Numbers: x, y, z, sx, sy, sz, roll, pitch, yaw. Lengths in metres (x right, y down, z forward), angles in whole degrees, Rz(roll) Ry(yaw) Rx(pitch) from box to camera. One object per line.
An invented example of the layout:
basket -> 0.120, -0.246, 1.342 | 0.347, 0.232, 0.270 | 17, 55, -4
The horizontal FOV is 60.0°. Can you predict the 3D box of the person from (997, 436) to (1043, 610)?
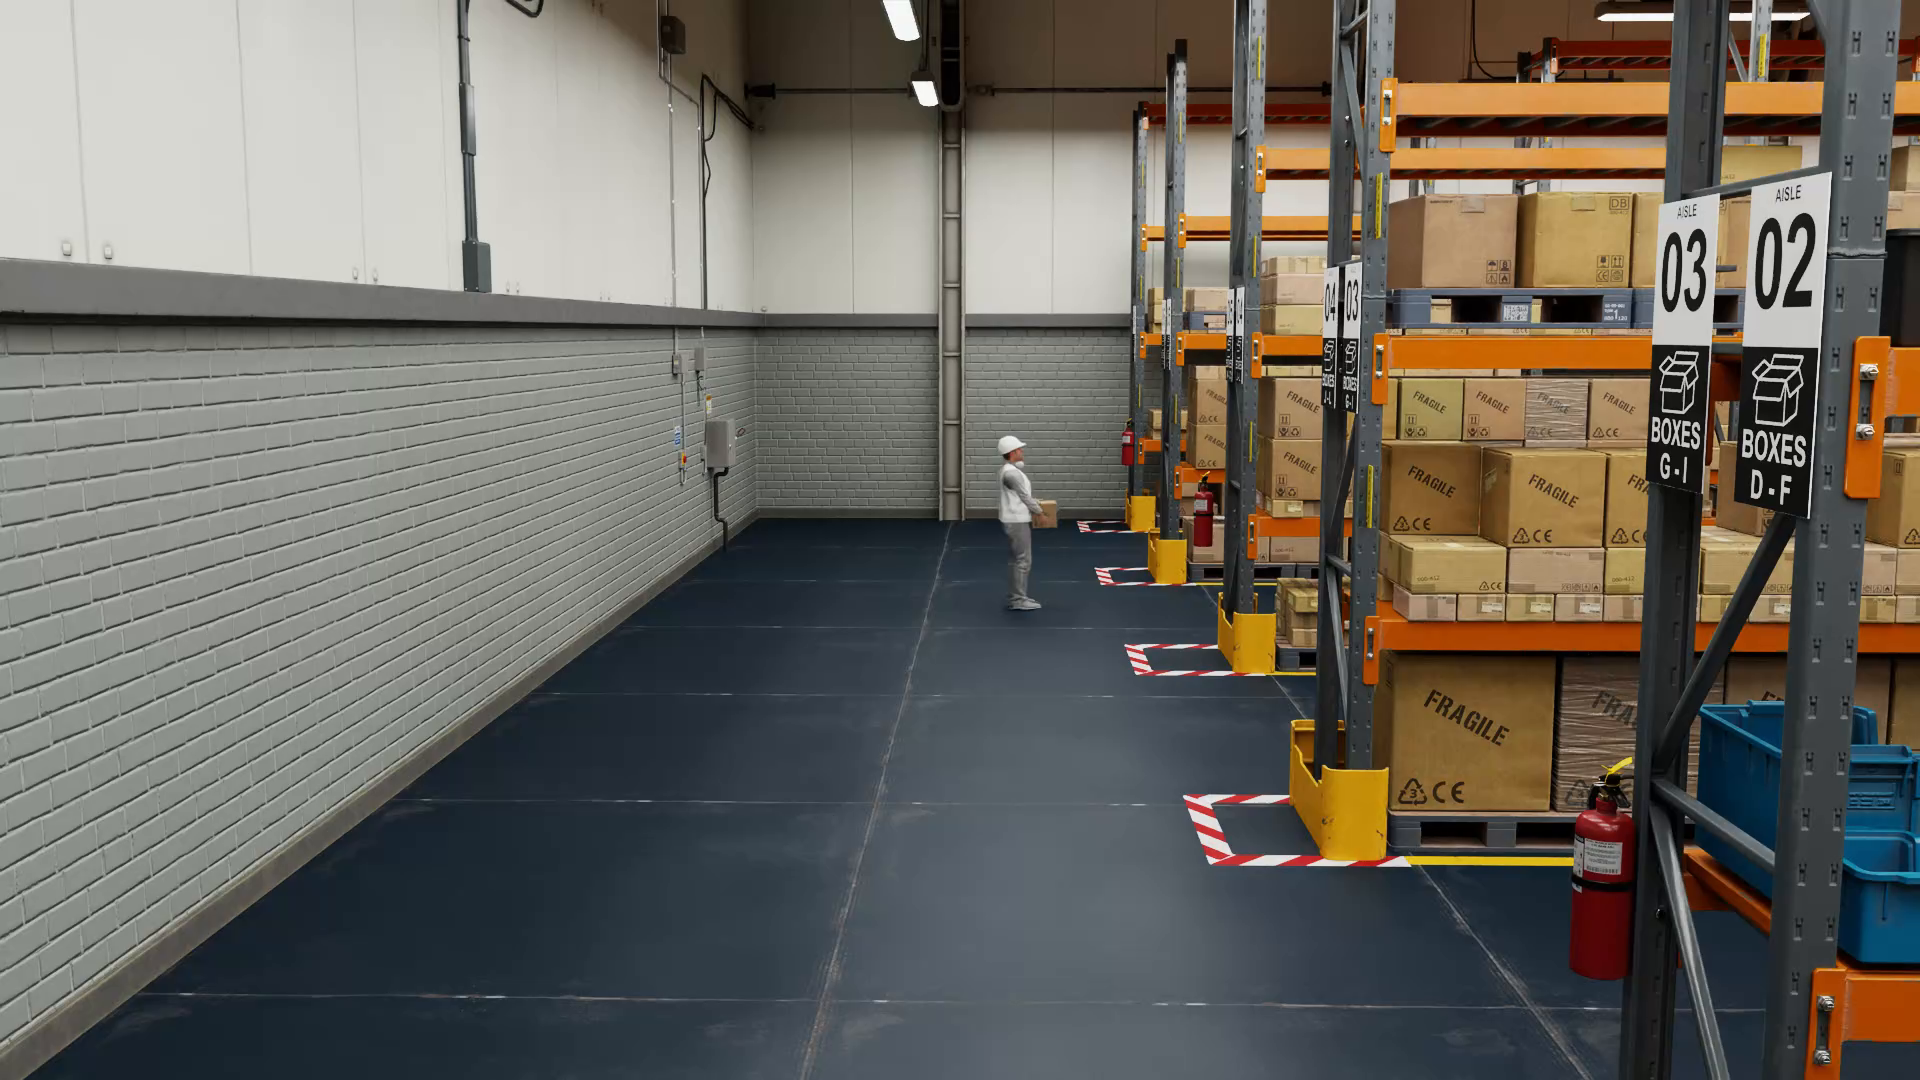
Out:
person -> 0.656, -0.187, 17.138 | 0.545, 1.775, 0.519 | -1, 7, -8
